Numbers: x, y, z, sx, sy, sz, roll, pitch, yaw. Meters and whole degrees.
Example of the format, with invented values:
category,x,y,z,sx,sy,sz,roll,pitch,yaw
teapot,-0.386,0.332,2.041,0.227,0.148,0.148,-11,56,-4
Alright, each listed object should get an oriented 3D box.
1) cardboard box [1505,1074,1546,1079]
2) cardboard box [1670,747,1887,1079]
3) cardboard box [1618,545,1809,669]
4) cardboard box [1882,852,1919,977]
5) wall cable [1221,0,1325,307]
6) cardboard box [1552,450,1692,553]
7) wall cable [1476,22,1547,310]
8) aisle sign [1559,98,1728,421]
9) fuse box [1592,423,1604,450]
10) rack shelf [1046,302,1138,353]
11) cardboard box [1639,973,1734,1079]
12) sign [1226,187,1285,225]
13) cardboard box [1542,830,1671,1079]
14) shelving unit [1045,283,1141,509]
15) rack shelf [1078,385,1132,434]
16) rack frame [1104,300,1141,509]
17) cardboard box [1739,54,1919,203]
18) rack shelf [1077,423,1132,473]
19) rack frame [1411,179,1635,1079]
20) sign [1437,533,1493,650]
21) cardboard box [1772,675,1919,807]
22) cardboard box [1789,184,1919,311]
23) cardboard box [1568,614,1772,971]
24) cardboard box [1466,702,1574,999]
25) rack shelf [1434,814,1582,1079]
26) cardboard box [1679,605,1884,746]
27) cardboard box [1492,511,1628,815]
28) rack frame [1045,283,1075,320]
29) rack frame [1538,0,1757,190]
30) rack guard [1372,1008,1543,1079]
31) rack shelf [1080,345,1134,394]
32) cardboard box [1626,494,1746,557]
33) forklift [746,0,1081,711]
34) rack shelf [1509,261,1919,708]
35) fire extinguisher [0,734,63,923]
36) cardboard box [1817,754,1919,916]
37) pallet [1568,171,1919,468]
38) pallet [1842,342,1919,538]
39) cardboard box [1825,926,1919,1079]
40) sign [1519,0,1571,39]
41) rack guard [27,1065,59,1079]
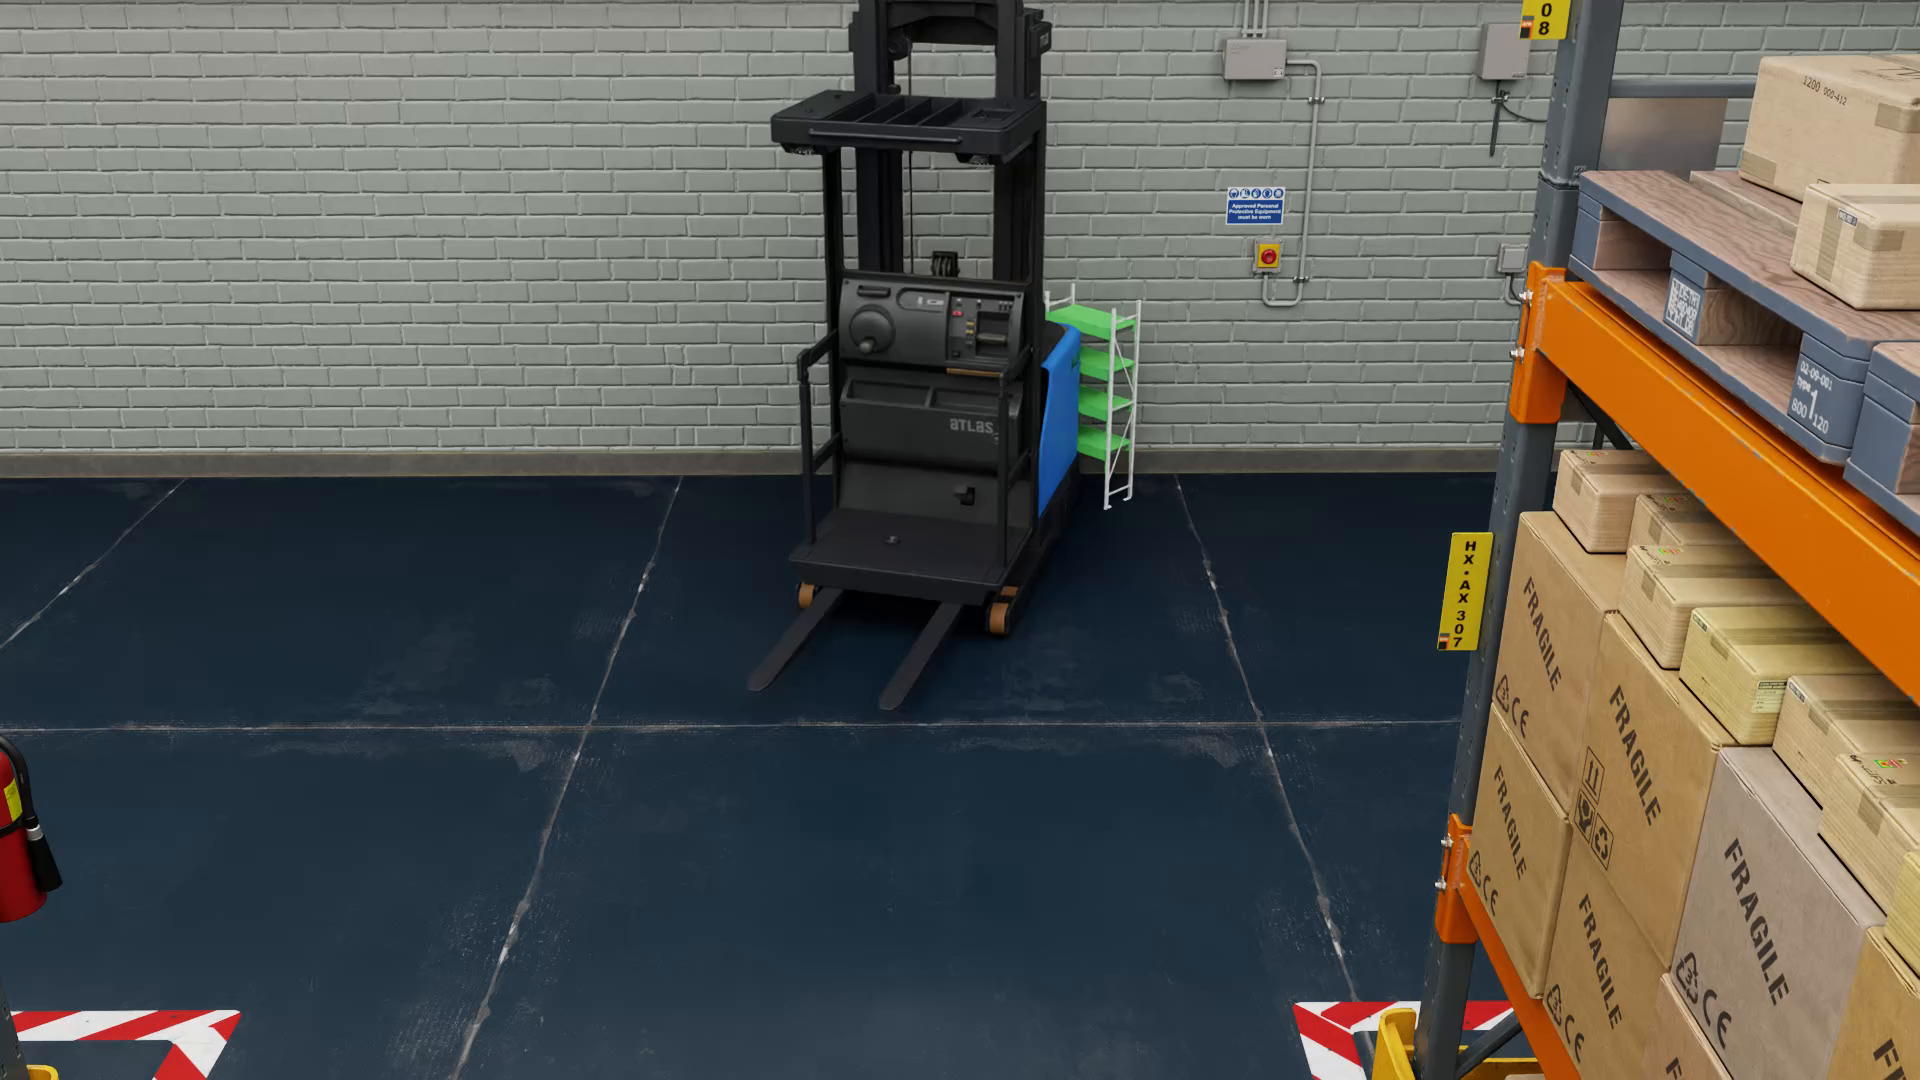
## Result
category,x,y,z,sx,sy,sz,roll,pitch,yaw
cardboard box,1.929,1.810,4.208,0.875,0.438,0.875,-1,24,-2
cardboard box,1.568,0.685,2.761,0.500,0.500,0.500,0,24,-1
cardboard box,1.511,0.128,3.205,0.380,0.149,0.250,0,24,1
cardboard box,1.524,0.552,2.267,0.380,0.149,0.250,-1,24,-2
wall cable,1.737,-2.239,9.289,0.585,1.953,0.123,0,24,-1
cardboard box,1.549,-0.087,3.681,0.380,0.149,0.250,0,24,1
wall cable,3.155,-2.235,9.320,0.588,1.984,0.122,0,24,-1
aisle sign,1.531,-0.651,3.894,0.394,0.787,0.004,0,24,-1
fuse box,3.839,-1.124,9.658,0.539,1.711,0.414,0,24,-1
rack shelf,0.750,-1.211,9.462,0.480,0.148,0.258,22,32,40
cardboard box,1.561,1.134,2.982,0.500,0.500,0.500,0,24,-1
sign,1.688,-1.910,9.504,0.327,0.218,0.001,0,24,-1
cardboard box,1.573,0.924,3.446,0.500,0.500,0.500,-1,24,-1
shelving unit,0.750,-0.832,9.634,0.503,1.200,0.258,22,32,40
rack shelf,0.750,-0.774,9.660,0.480,0.148,0.258,22,32,40
rack frame,0.925,-0.762,9.478,0.015,1.200,0.240,22,32,40
cardboard box,1.917,-0.788,3.264,0.500,0.250,0.500,-2,24,-5
rack shelf,0.750,-0.555,9.759,0.480,0.148,0.258,22,32,40
rack frame,1.822,0.562,4.367,1.000,3.000,0.127,0,24,-1
sign,1.267,0.132,4.173,0.100,0.325,0.005,0,24,-1
cardboard box,1.587,0.345,2.726,0.380,0.149,0.250,0,24,0
cardboard box,1.604,-0.478,2.700,0.380,0.149,0.250,1,24,1
cardboard box,1.555,0.473,3.230,0.500,0.500,0.500,-1,24,-2
cardboard box,1.540,0.716,3.907,0.500,0.500,0.500,0,24,-1
rack shelf,1.844,1.714,2.693,1.077,0.370,4.000,0,24,-1
cardboard box,1.532,0.237,2.965,0.380,0.149,0.250,-1,24,-2
cardboard box,1.542,0.260,3.701,0.500,0.500,0.500,-1,24,-2
rack frame,0.575,-0.902,9.789,0.015,1.200,0.240,22,32,40
rack frame,1.822,-2.171,3.131,1.000,3.000,0.127,0,24,-1
rack guard,1.821,1.691,4.904,1.175,0.500,0.348,0,24,-1
rack shelf,0.750,-0.993,9.561,0.480,0.148,0.258,22,32,40
cardboard box,1.623,0.021,3.443,0.380,0.149,0.250,0,24,1
forklift,-0.201,-1.042,7.998,1.130,2.935,3.031,7,25,14
rack shelf,1.844,0.347,2.075,1.077,0.370,4.000,0,24,-1
fire extinguisher,-2.668,0.725,4.553,0.296,0.674,0.183,0,24,-1
cardboard box,1.548,0.448,2.499,0.380,0.149,0.250,0,24,0
pallet,1.840,-0.459,3.092,1.003,0.211,1.213,0,24,-1
pallet,1.856,0.045,1.977,1.003,0.211,1.213,0,24,-1
cardboard box,1.574,0.890,2.306,0.500,0.500,0.500,0,24,0
sign,1.267,-1.239,3.553,0.100,0.325,0.005,0,24,-1
rack guard,-3.126,1.796,4.672,1.175,0.500,0.348,0,24,-1
